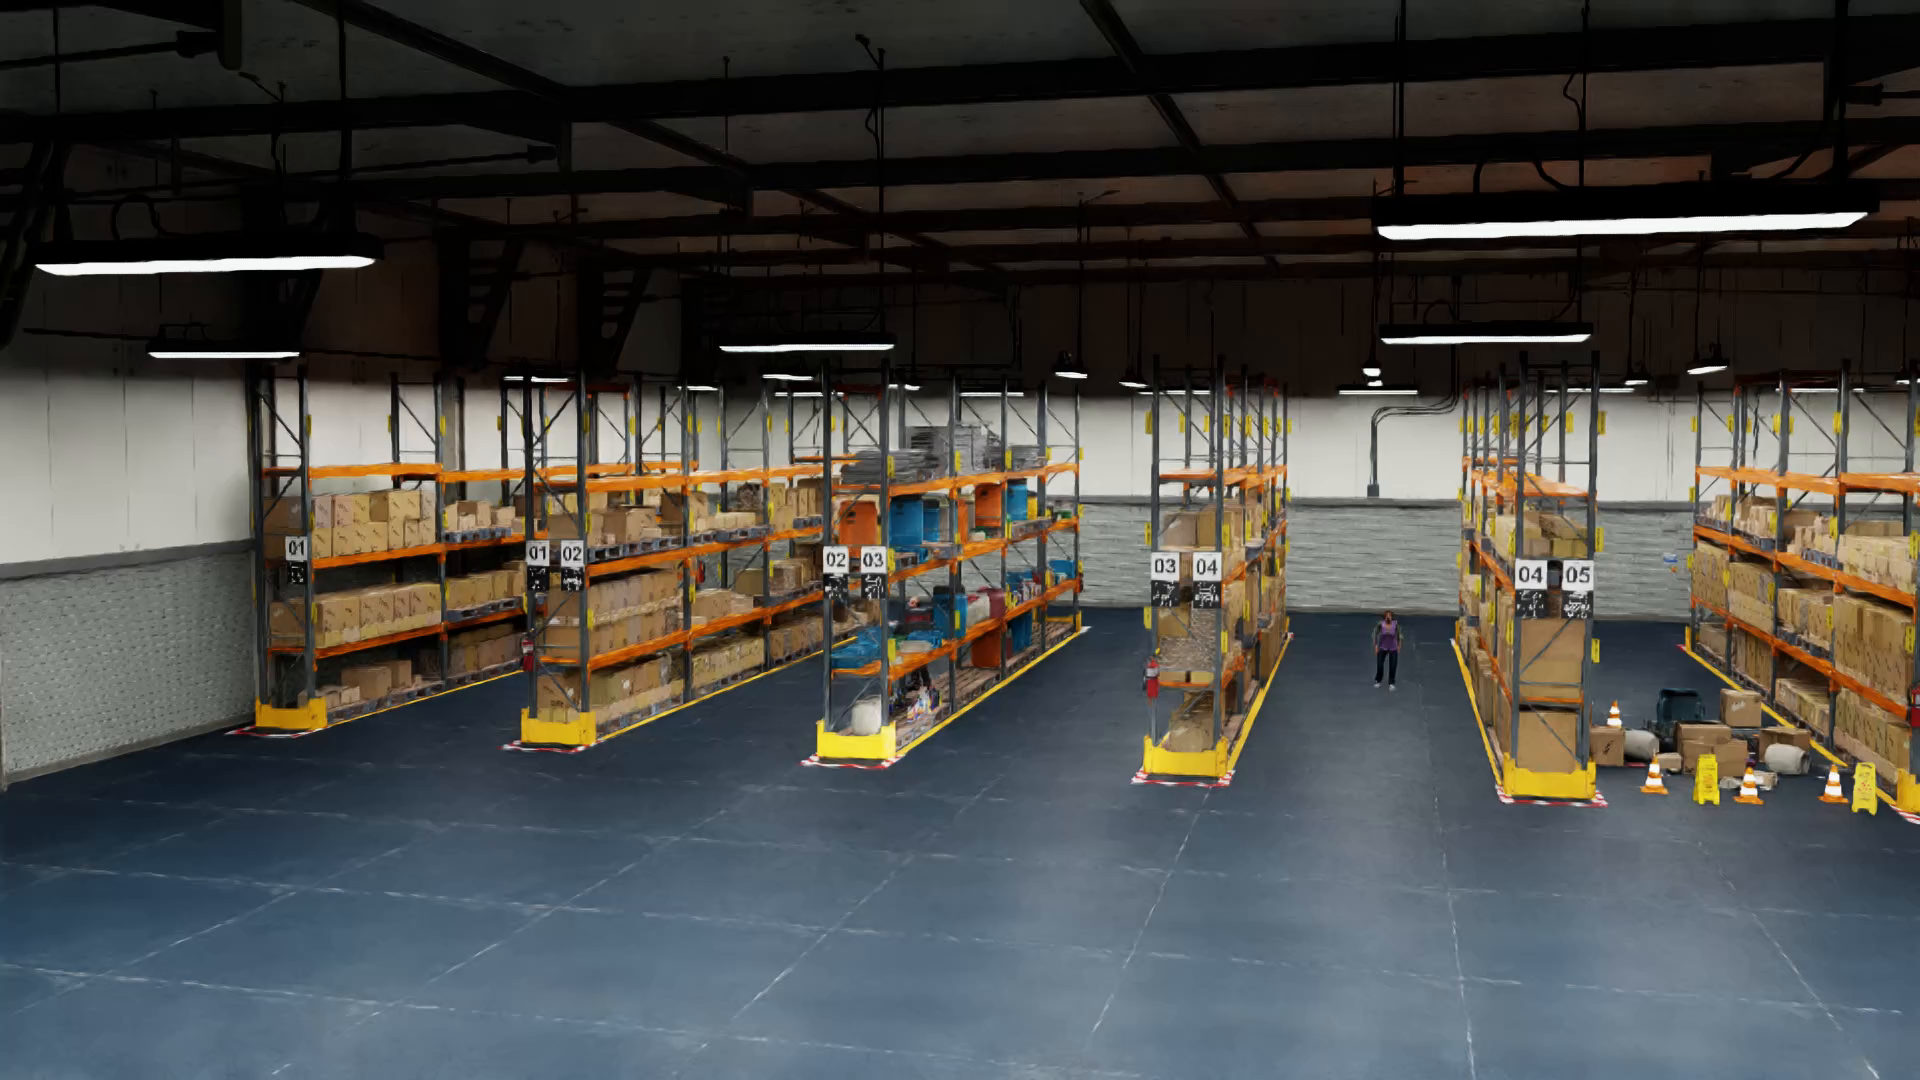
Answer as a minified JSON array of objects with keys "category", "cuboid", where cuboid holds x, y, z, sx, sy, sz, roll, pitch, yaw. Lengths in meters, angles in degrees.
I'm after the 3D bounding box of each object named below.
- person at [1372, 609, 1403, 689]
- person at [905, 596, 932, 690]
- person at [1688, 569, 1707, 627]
[{"category":"person","cuboid":[8.102,2.065,31.536,0.566,1.541,0.519,1,4,11]},{"category":"person","cuboid":[-0.753,1.870,30.090,0.481,1.720,0.610,0,4,-6]},{"category":"person","cuboid":[18.281,1.377,41.179,0.506,1.584,0.469,-3,5,-38]}]
